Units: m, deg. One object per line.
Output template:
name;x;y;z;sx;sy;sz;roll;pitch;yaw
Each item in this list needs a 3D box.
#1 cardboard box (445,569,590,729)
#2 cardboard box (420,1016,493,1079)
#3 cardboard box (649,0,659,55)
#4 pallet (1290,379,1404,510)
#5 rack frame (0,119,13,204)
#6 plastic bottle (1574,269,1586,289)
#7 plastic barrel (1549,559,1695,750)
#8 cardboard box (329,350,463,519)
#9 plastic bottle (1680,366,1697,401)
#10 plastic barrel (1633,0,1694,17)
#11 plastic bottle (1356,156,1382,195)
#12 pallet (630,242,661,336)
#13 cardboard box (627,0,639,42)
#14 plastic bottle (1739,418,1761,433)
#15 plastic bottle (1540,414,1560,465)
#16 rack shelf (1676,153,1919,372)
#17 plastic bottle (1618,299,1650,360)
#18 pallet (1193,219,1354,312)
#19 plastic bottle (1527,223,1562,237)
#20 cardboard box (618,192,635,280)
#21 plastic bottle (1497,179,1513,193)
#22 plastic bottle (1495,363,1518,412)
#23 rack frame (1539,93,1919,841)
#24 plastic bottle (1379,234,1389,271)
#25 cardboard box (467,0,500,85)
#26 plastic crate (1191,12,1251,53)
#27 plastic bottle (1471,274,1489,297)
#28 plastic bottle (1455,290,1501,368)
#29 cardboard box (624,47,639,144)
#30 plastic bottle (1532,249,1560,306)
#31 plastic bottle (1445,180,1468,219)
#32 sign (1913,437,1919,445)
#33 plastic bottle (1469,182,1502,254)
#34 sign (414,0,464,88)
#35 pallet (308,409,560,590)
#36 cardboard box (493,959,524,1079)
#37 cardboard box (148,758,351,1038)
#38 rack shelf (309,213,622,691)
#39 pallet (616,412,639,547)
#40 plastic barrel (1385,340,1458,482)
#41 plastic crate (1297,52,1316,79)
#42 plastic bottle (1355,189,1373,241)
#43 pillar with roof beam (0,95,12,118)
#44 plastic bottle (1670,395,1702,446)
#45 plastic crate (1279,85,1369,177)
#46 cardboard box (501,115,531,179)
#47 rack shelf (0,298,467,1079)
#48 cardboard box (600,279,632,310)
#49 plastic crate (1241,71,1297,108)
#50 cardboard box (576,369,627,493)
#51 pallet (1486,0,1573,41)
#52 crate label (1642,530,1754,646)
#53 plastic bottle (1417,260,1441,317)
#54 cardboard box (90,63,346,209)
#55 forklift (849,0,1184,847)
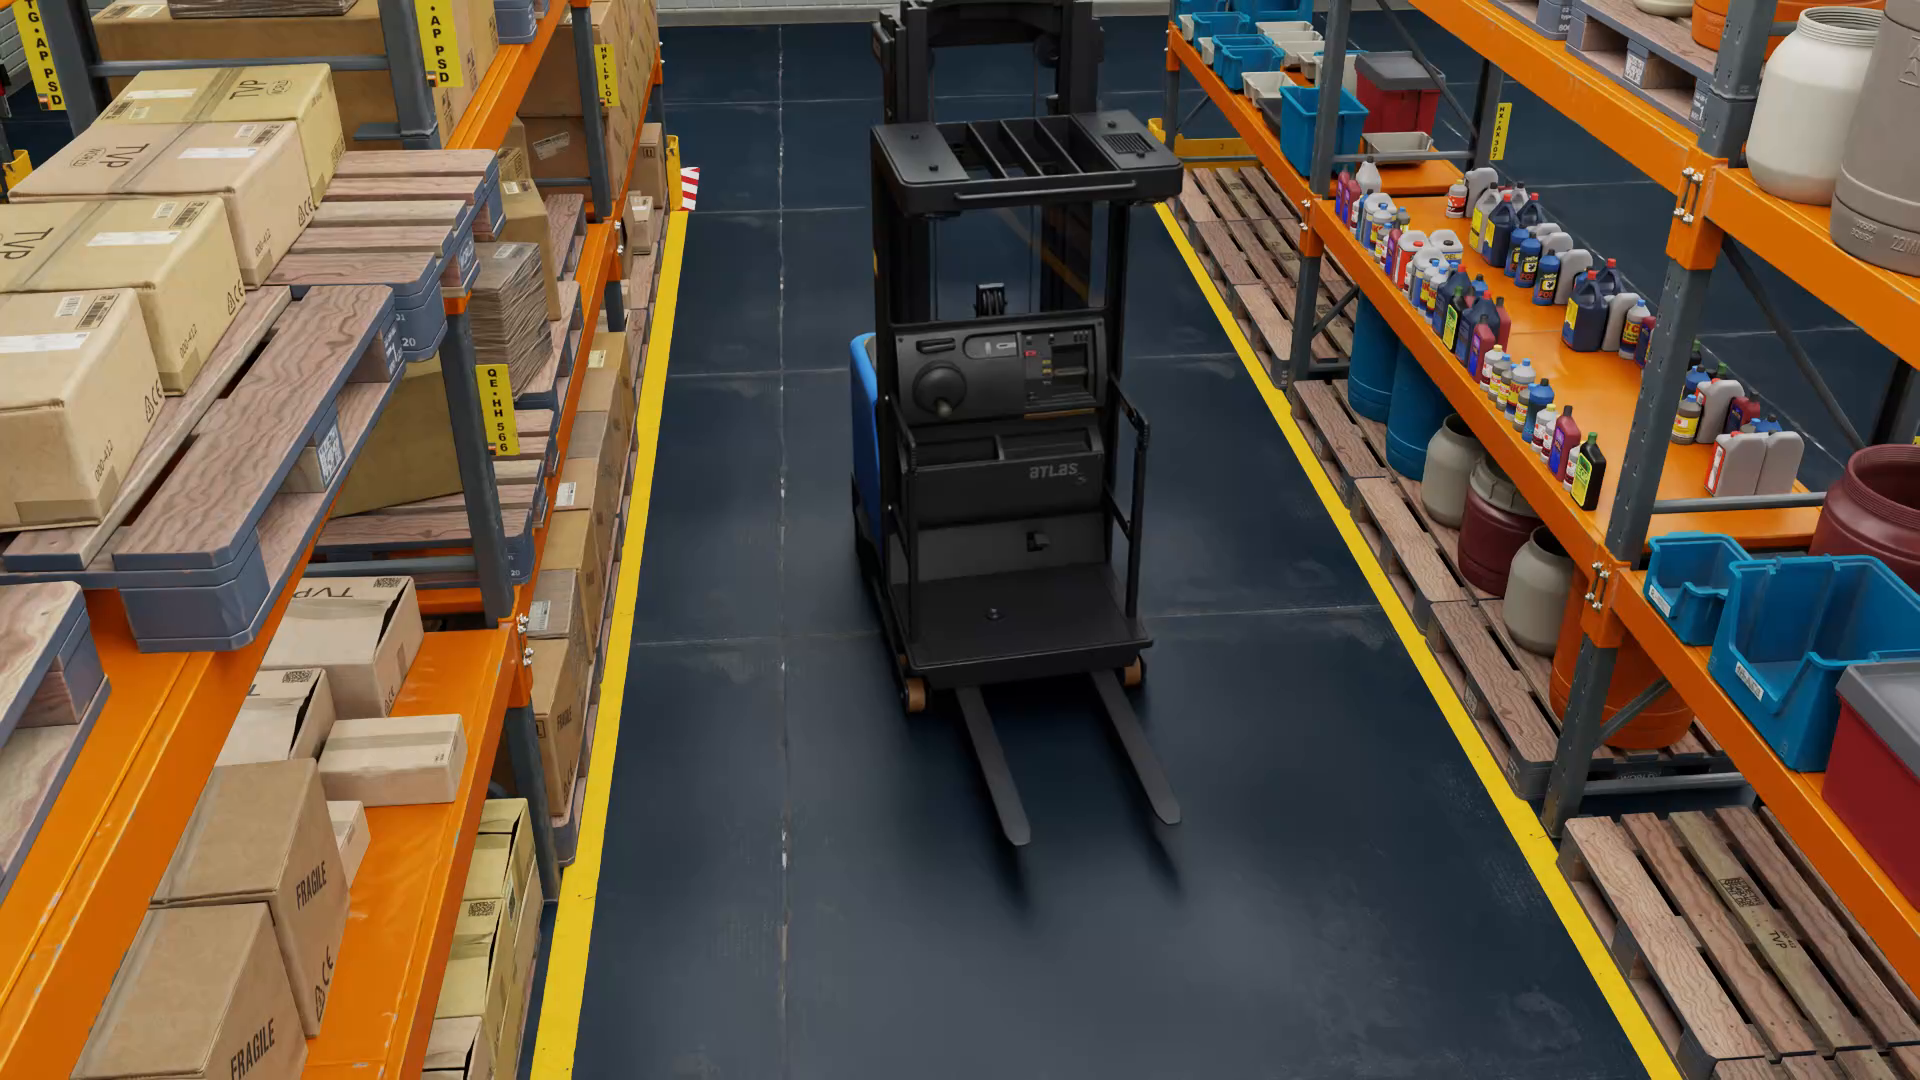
cardboard box;-1.864;0.477;7.035;0.500;0.500;0.500;-4;31;-6
cardboard box;-1.657;1.644;4.798;0.500;0.311;0.500;-3;31;-5
cardboard box;-2.486;-3.806;12.099;0.500;0.500;0.500;-2;31;-3
pallet;2.538;-0.579;9.513;1.003;0.211;1.213;-3;31;-5
rack frame;-7.730;-3.739;12.085;1.000;3.000;0.127;-3;31;-5
plastic bottle;3.020;-1.212;8.048;0.097;0.201;0.097;0;31;0
plastic barrel;2.818;0.373;6.908;0.600;0.830;0.708;-3;31;-5
cardboard box;-2.222;-0.434;6.044;0.700;0.500;0.500;-13;33;-21
plastic bottle;3.123;-0.646;7.100;0.097;0.201;0.097;0;31;0
plastic barrel;2.635;-2.079;6.105;0.301;0.262;0.301;0;31;0
plastic bottle;2.221;-1.935;9.112;0.144;0.351;0.185;-3;31;-5
pallet;-2.605;-1.714;11.414;1.003;0.211;1.213;-3;31;-5
cardboard box;-2.334;-3.452;10.532;0.500;0.500;0.500;-2;31;-3
plastic bottle;3.170;-0.391;6.673;0.097;0.201;0.097;0;31;0
plastic bottle;2.404;-0.408;6.702;0.097;0.201;0.097;0;31;0
rack shelf;3.068;-0.088;3.748;1.077;0.370;4.000;-3;31;-5
plastic bottle;3.071;-0.961;7.559;0.097;0.271;0.097;0;31;0
pallet;2.283;-1.973;11.847;1.003;0.211;1.213;-3;31;-5
plastic bottle;2.947;-1.489;8.439;0.152;0.276;0.135;-3;31;-5
cardboard box;-2.605;-2.013;11.200;0.797;0.503;0.637;-3;31;-5
plastic bottle;2.933;-1.820;8.986;0.061;0.283;0.133;-3;31;-5
plastic bottle;2.359;-0.657;7.118;0.097;0.201;0.097;0;31;0
rack frame;2.881;-0.130;6.042;1.000;3.000;0.127;-3;31;-5
plastic bottle;2.207;-1.485;8.505;0.097;0.201;0.097;0;31;0
cardboard box;-2.222;-1.972;6.104;0.910;0.500;0.500;-3;31;-5
plastic crate;1.890;-3.690;12.107;0.416;0.233;0.300;-3;31;-5
plastic bottle;2.425;-1.118;7.822;0.097;0.271;0.097;0;31;0
plastic bottle;2.338;-0.961;7.482;0.144;0.351;0.185;-3;31;-5
cardboard box;-2.297;-2.769;10.364;0.500;0.500;0.500;-3;31;-5
plastic bottle;2.859;-1.284;8.101;0.097;0.271;0.097;0;31;0
plastic bottle;2.744;-1.885;9.175;0.097;0.201;0.097;0;31;0
sign;3.428;-0.230;6.050;0.100;0.325;0.005;-3;31;-5
plastic bottle;2.775;-1.690;8.703;0.144;0.351;0.185;-3;31;-5
sign;-1.498;-1.460;4.763;0.100;0.325;0.005;-3;31;-5
pallet;-2.184;-0.155;6.271;1.213;0.211;1.003;-3;31;-5
cardboard box;-1.707;1.626;5.375;0.500;0.250;0.500;-3;31;-5
cardboard box;-1.878;0.919;4.189;0.500;0.500;0.500;-4;31;-7
rack shelf;-2.238;-0.607;7.542;1.077;0.370;4.000;-3;31;-5
pallet;-2.311;-0.326;9.090;1.003;0.211;1.213;-3;31;-5
plastic barrel;2.607;-0.811;8.820;0.600;0.901;0.708;-3;31;-5
plastic crate;2.499;-3.279;11.513;0.298;0.136;0.250;-3;31;-5
plastic bottle;2.167;-1.733;8.852;0.097;0.271;0.097;0;31;0
pillar with roof beam;-4.557;-7.858;13.131;9.100;9.000;0.400;-3;31;-5
plastic bottle;2.997;-0.502;6.858;0.097;0.201;0.097;0;31;0
plastic crate;2.124;-2.413;9.821;0.392;0.384;0.575;-3;31;-5
cardboard box;-2.603;-1.907;8.511;0.700;0.500;0.500;-13;33;-21
rack shelf;-1.864;0.148;3.354;1.077;0.370;4.000;-3;31;-5
cardboard box;-2.339;-1.575;10.795;0.380;0.166;0.250;-3;31;-5
plastic crate;2.045;-2.959;10.978;0.293;0.136;0.466;-3;31;-5
cardboard box;-2.055;-0.561;8.773;0.500;0.500;0.500;-3;31;-4
pallet;2.787;-2.404;7.109;1.003;0.211;1.213;-3;31;-5
crate label;2.547;0.175;5.695;0.303;0.233;0.416;-3;31;-5
plastic bottle;2.263;-1.210;7.977;0.097;0.271;0.097;0;31;0
cardboard box;-1.953;-1.069;4.426;0.500;0.250;0.500;-5;31;-8
forklift;0.228;-0.692;7.051;1.130;2.935;3.031;-6;31;-10
